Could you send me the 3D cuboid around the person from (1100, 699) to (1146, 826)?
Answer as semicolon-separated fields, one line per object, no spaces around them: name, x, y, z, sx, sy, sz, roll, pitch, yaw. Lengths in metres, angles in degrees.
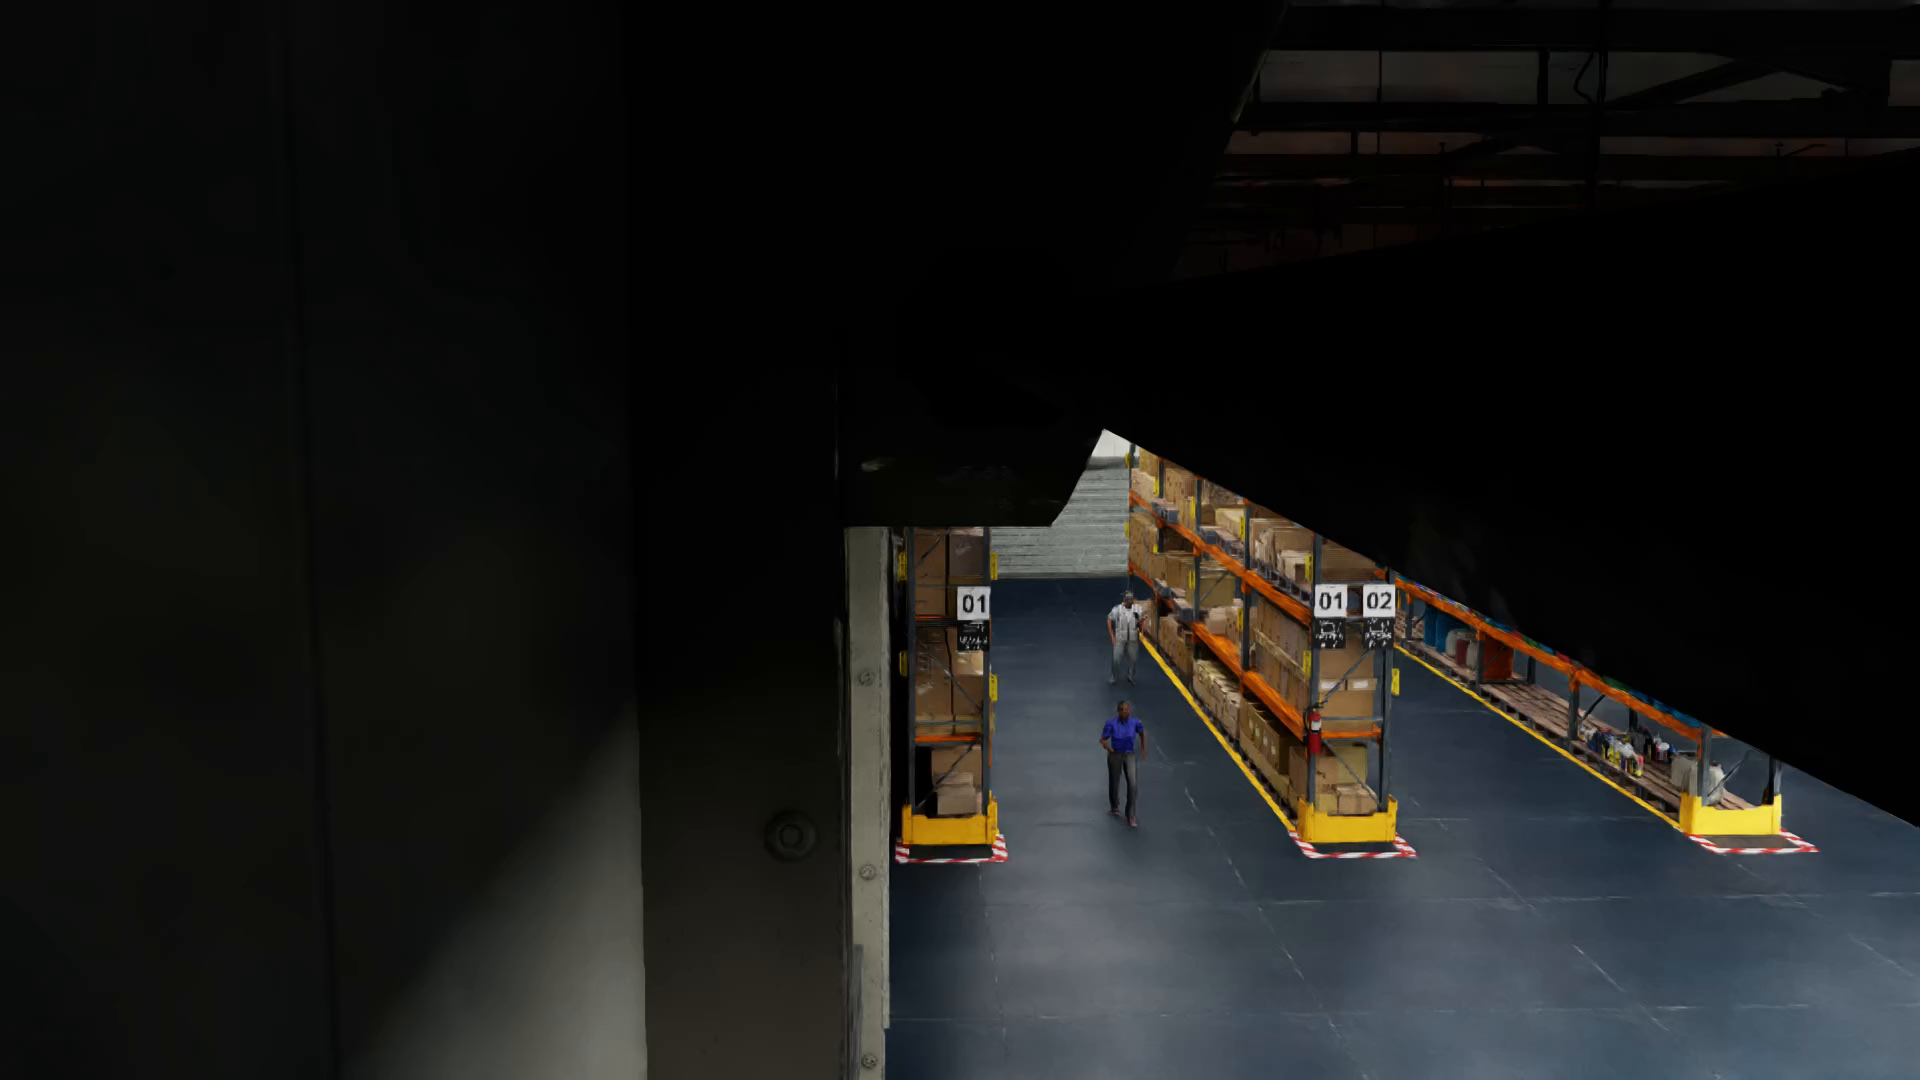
person;2.096;2.809;21.424;0.562;1.591;0.825;0;7;3

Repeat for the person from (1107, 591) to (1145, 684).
person;2.946;1.721;29.492;0.677;1.704;0.536;-1;7;-4
